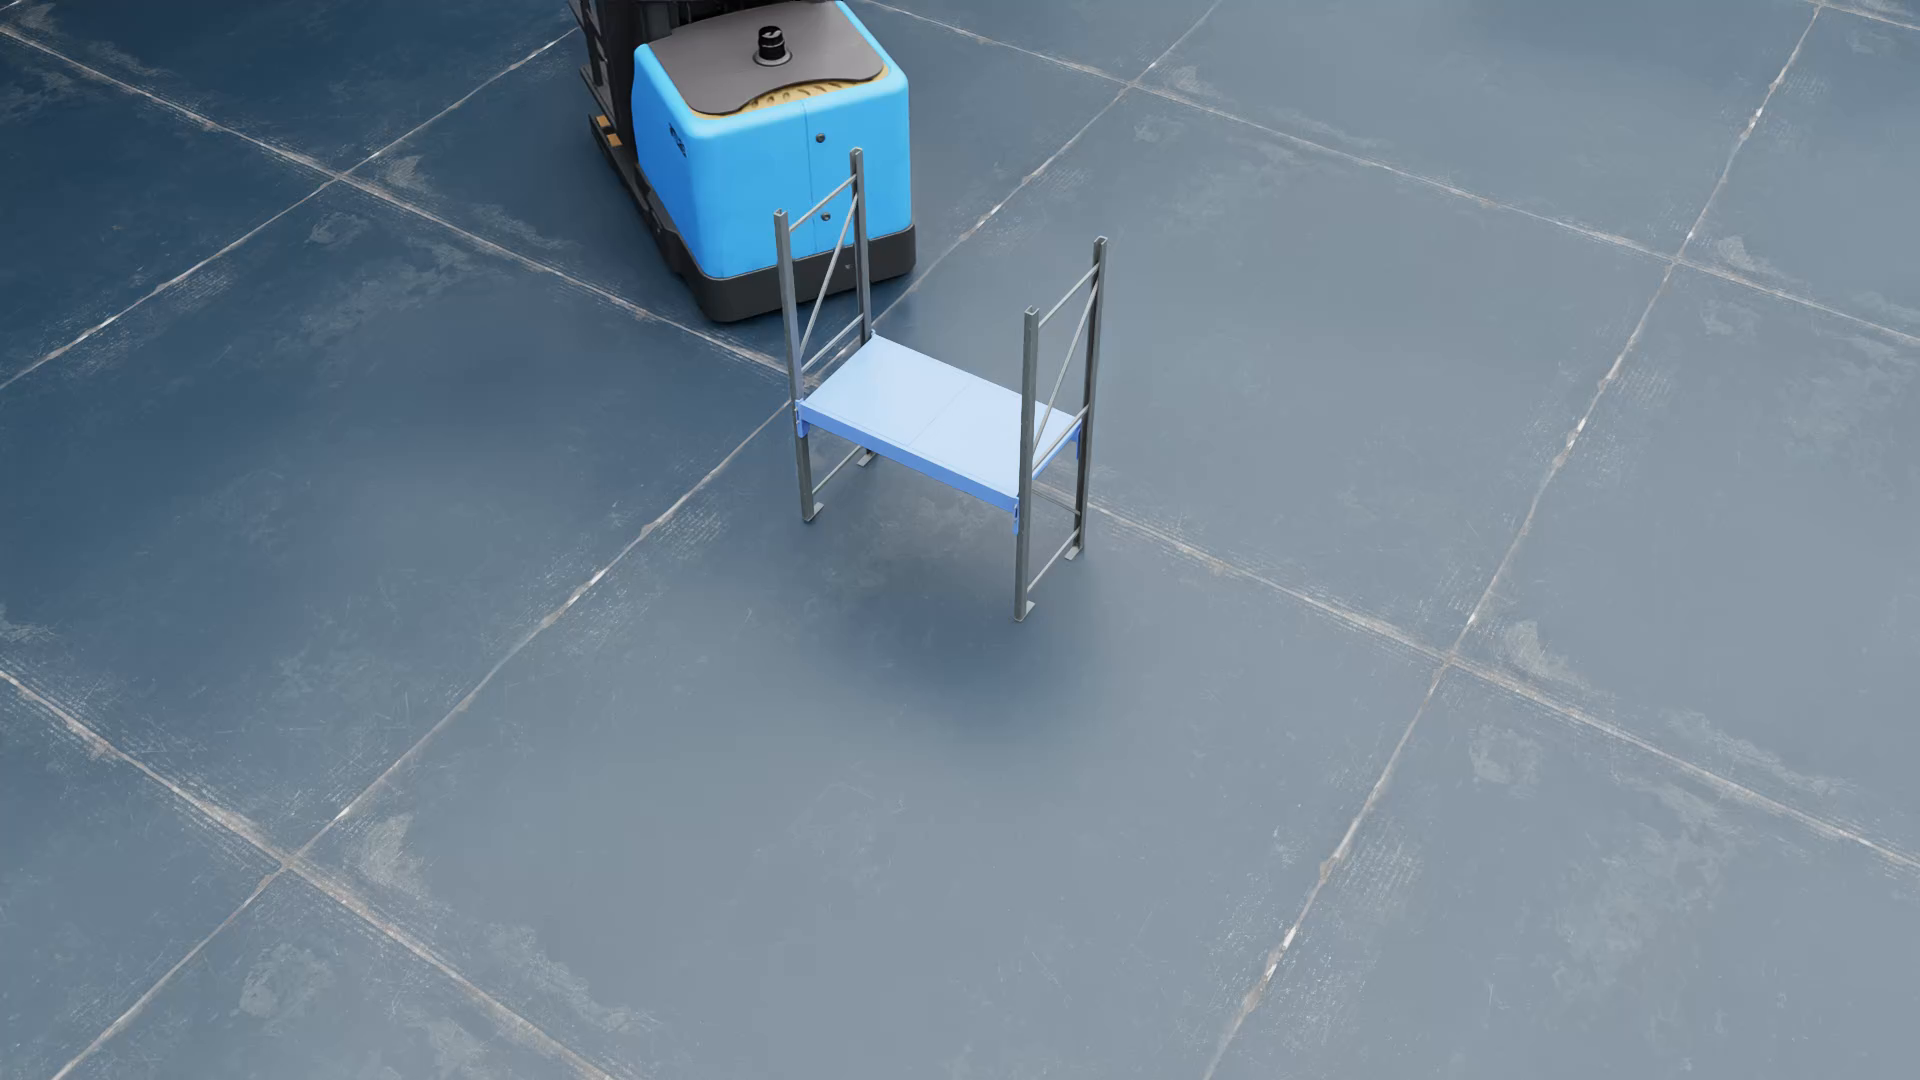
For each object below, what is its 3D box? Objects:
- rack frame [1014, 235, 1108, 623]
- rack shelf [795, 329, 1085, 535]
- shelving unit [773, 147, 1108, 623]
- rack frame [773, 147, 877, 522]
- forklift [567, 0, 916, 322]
[{"bbox_3d":[0.356,-0.359,6.053,0.032,1.500,0.500,25,51,22],"label":"rack frame"},{"bbox_3d":[-0.072,-0.430,6.373,1.000,0.185,0.538,25,51,22],"label":"rack shelf"},{"bbox_3d":[-0.072,-0.556,6.244,1.048,1.500,0.538,25,51,22],"label":"shelving unit"},{"bbox_3d":[-0.500,-0.753,6.435,0.032,1.500,0.500,25,51,22],"label":"rack frame"},{"bbox_3d":[-1.290,-3.087,7.706,1.130,2.935,3.031,-18,49,-17],"label":"forklift"}]
